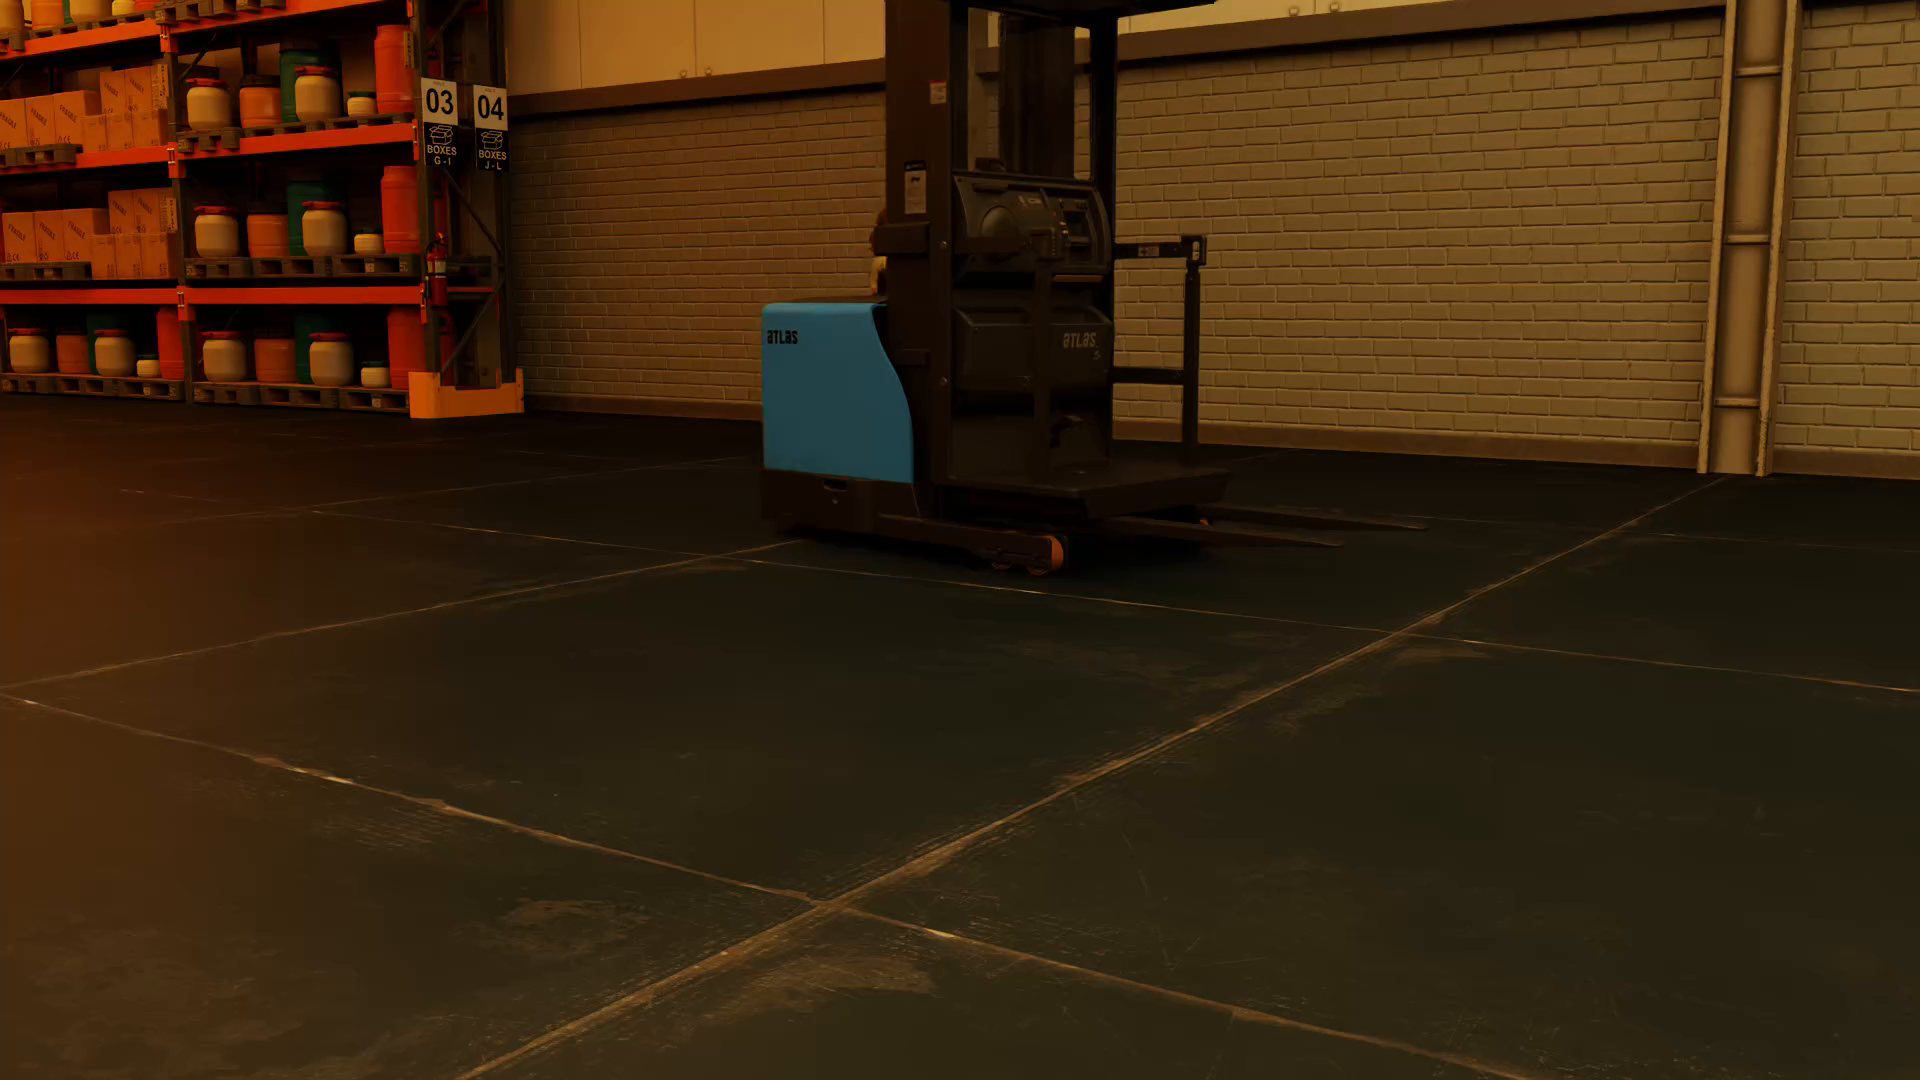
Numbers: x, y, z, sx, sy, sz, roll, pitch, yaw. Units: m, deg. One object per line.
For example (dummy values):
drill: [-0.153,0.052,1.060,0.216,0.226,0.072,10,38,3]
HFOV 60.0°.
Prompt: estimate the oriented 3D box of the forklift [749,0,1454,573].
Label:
forklift: [0.541,-1.403,7.062,3.031,2.935,1.130,5,10,33]

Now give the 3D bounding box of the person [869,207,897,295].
person: [-0.405,-1.274,10.624,0.370,1.673,0.440,-2,8,-17]
